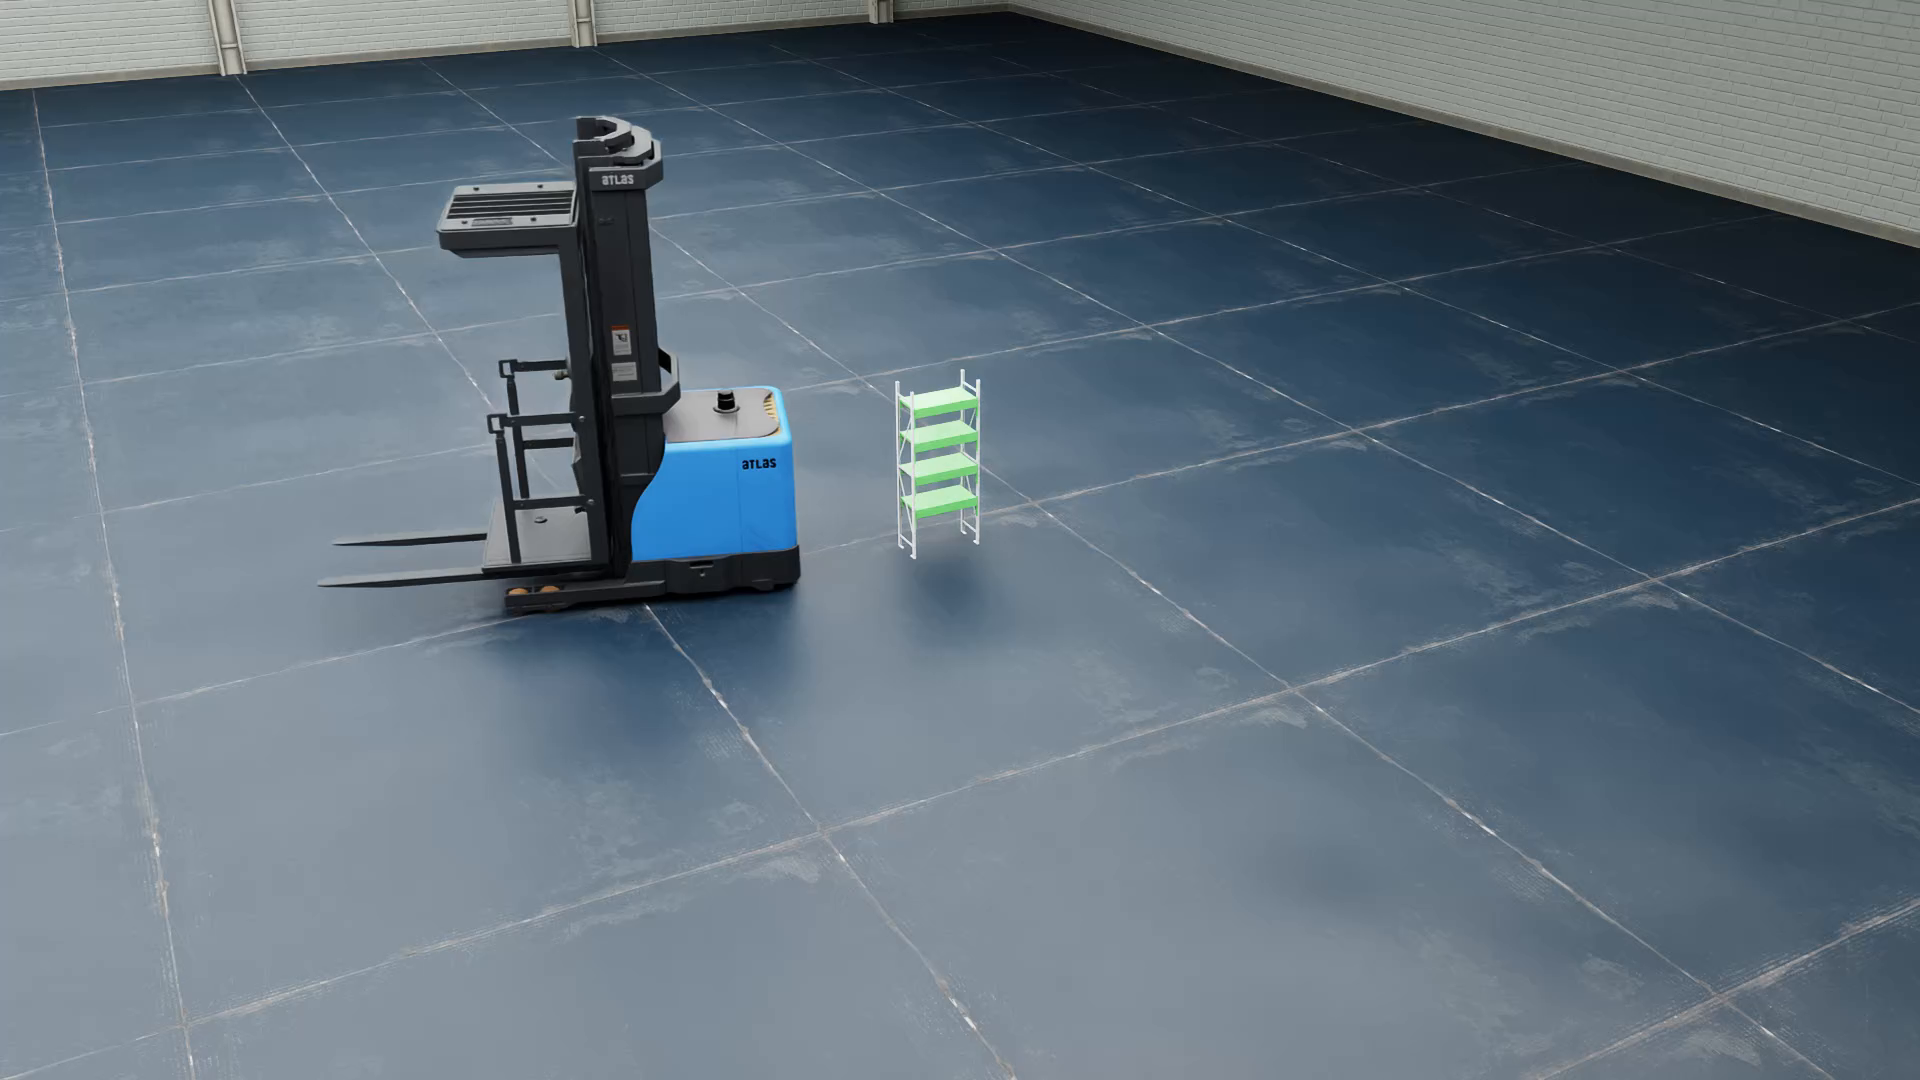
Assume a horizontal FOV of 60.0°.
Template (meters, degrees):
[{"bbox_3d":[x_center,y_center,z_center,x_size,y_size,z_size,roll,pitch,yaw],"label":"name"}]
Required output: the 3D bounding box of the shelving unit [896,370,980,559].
[{"bbox_3d":[-0.146,-0.507,11.222,0.503,1.200,0.258,-13,29,-25],"label":"shelving unit"}]

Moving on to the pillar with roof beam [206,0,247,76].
[{"bbox_3d":[-10.121,-10.215,22.432,0.400,9.000,9.100,-13,29,-25],"label":"pillar with roof beam"}]

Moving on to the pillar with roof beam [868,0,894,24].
[{"bbox_3d":[0.467,-12.659,27.522,0.400,9.000,9.100,-13,29,-25],"label":"pillar with roof beam"}]

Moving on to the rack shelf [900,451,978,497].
[{"bbox_3d":[-0.146,-0.450,11.250,0.480,0.148,0.258,-13,29,-25],"label":"rack shelf"}]

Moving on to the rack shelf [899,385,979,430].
[{"bbox_3d":[-0.146,-0.882,11.042,0.480,0.148,0.258,-13,29,-25],"label":"rack shelf"}]

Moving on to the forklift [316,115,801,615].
[{"bbox_3d":[-2.610,-1.091,10.439,3.031,2.935,1.130,-4,26,-9],"label":"forklift"}]

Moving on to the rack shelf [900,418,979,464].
[{"bbox_3d":[-0.146,-0.666,11.146,0.480,0.148,0.258,-13,29,-25],"label":"rack shelf"}]

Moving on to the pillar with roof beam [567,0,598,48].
[{"bbox_3d":[-4.827,-11.437,24.977,0.400,9.000,9.100,-13,29,-25],"label":"pillar with roof beam"}]

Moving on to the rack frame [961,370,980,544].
[{"bbox_3d":[0.069,-0.557,11.326,0.015,1.200,0.240,-13,29,-25],"label":"rack frame"}]

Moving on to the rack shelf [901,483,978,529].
[{"bbox_3d":[-0.146,-0.233,11.354,0.480,0.148,0.258,-13,29,-25],"label":"rack shelf"}]

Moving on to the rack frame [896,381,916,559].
[{"bbox_3d":[-0.361,-0.457,11.119,0.015,1.200,0.240,-13,29,-25],"label":"rack frame"}]
